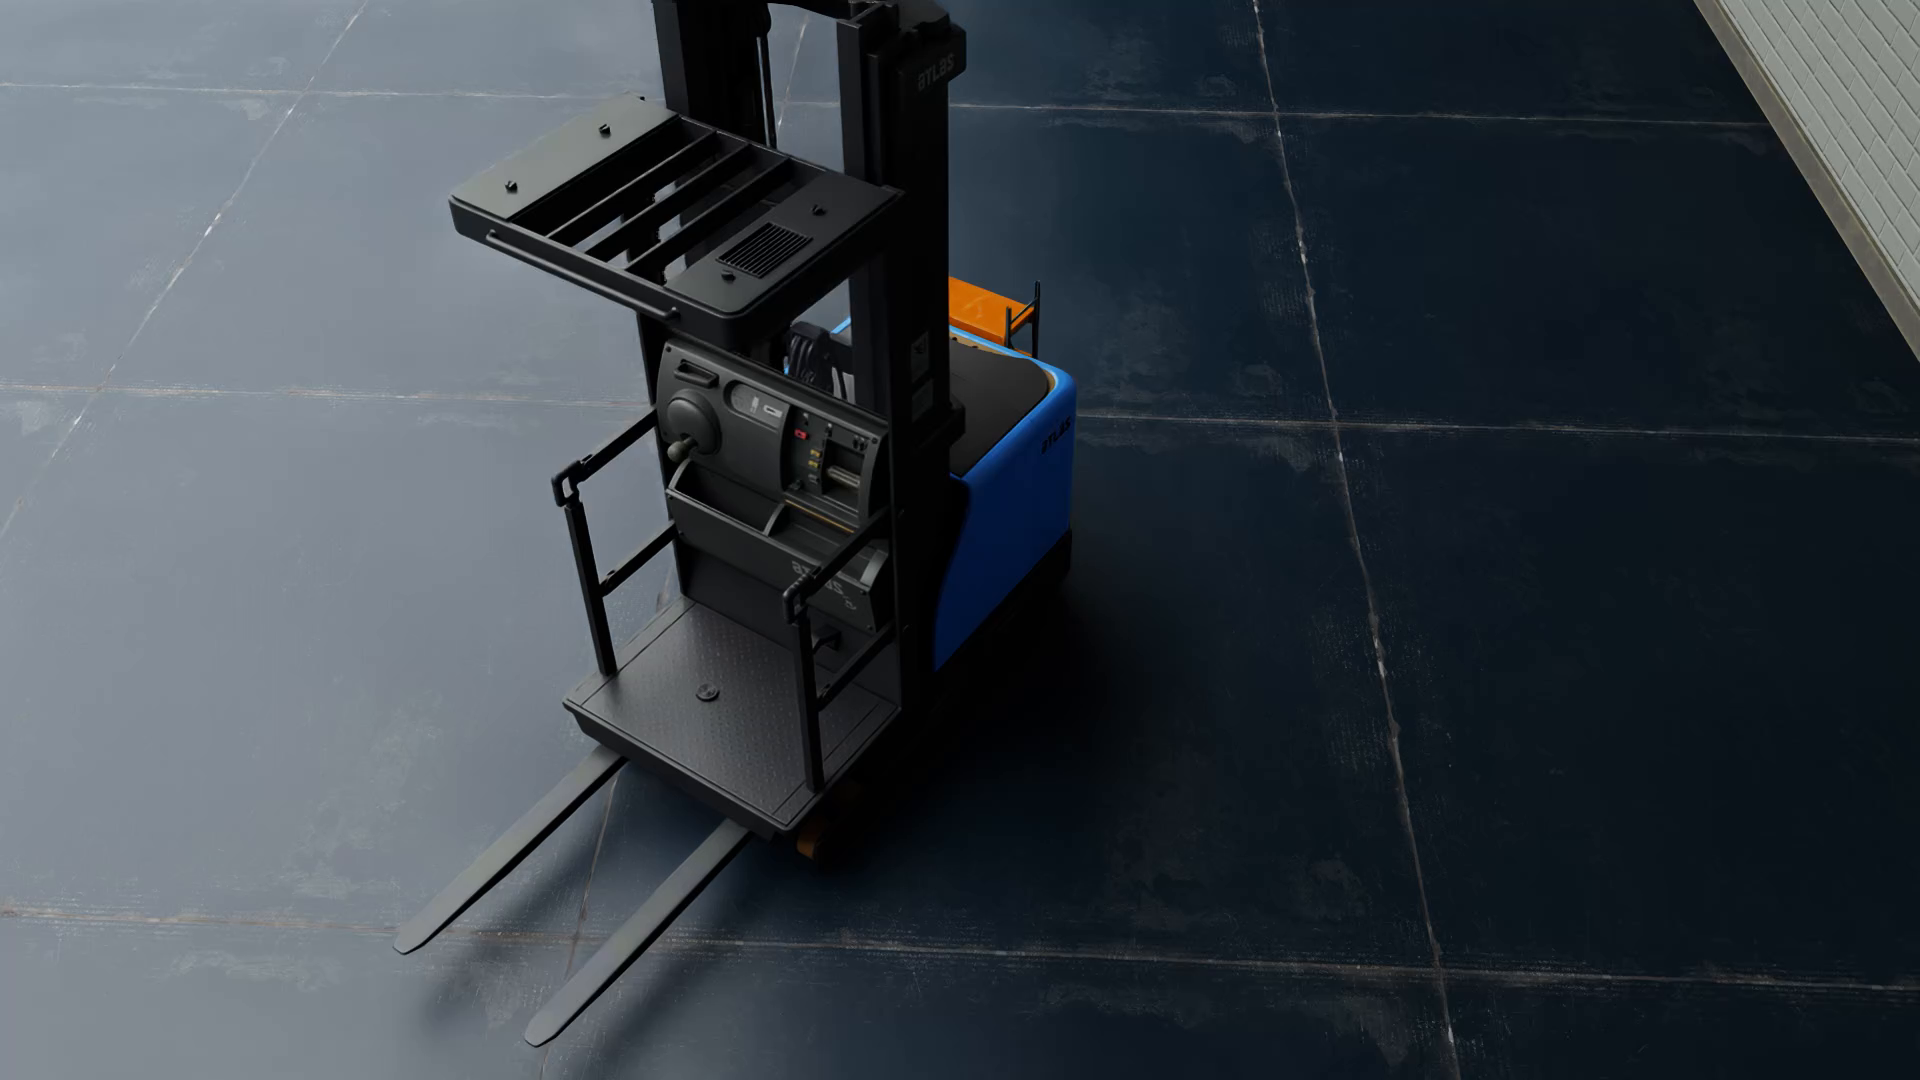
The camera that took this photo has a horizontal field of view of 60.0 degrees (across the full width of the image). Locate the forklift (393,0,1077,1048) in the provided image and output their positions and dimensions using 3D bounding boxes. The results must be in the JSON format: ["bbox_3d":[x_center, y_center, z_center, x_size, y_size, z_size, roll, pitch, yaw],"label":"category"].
[{"bbox_3d":[-0.772,-0.278,5.484,1.130,2.935,3.031,25,48,24],"label":"forklift"}]

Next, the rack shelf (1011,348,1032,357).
[{"bbox_3d":[0.050,-0.746,7.027,0.480,0.148,0.258,24,48,24],"label":"rack shelf"}]

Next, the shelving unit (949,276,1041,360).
[{"bbox_3d":[0.050,-0.632,7.133,0.503,1.200,0.258,24,48,24],"label":"shelving unit"}]

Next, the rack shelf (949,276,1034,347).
[{"bbox_3d":[0.050,-0.919,6.865,0.480,0.148,0.258,24,48,24],"label":"rack shelf"}]

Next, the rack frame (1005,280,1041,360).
[{"bbox_3d":[0.253,-0.540,7.034,0.015,1.200,0.240,24,48,24],"label":"rack frame"}]
